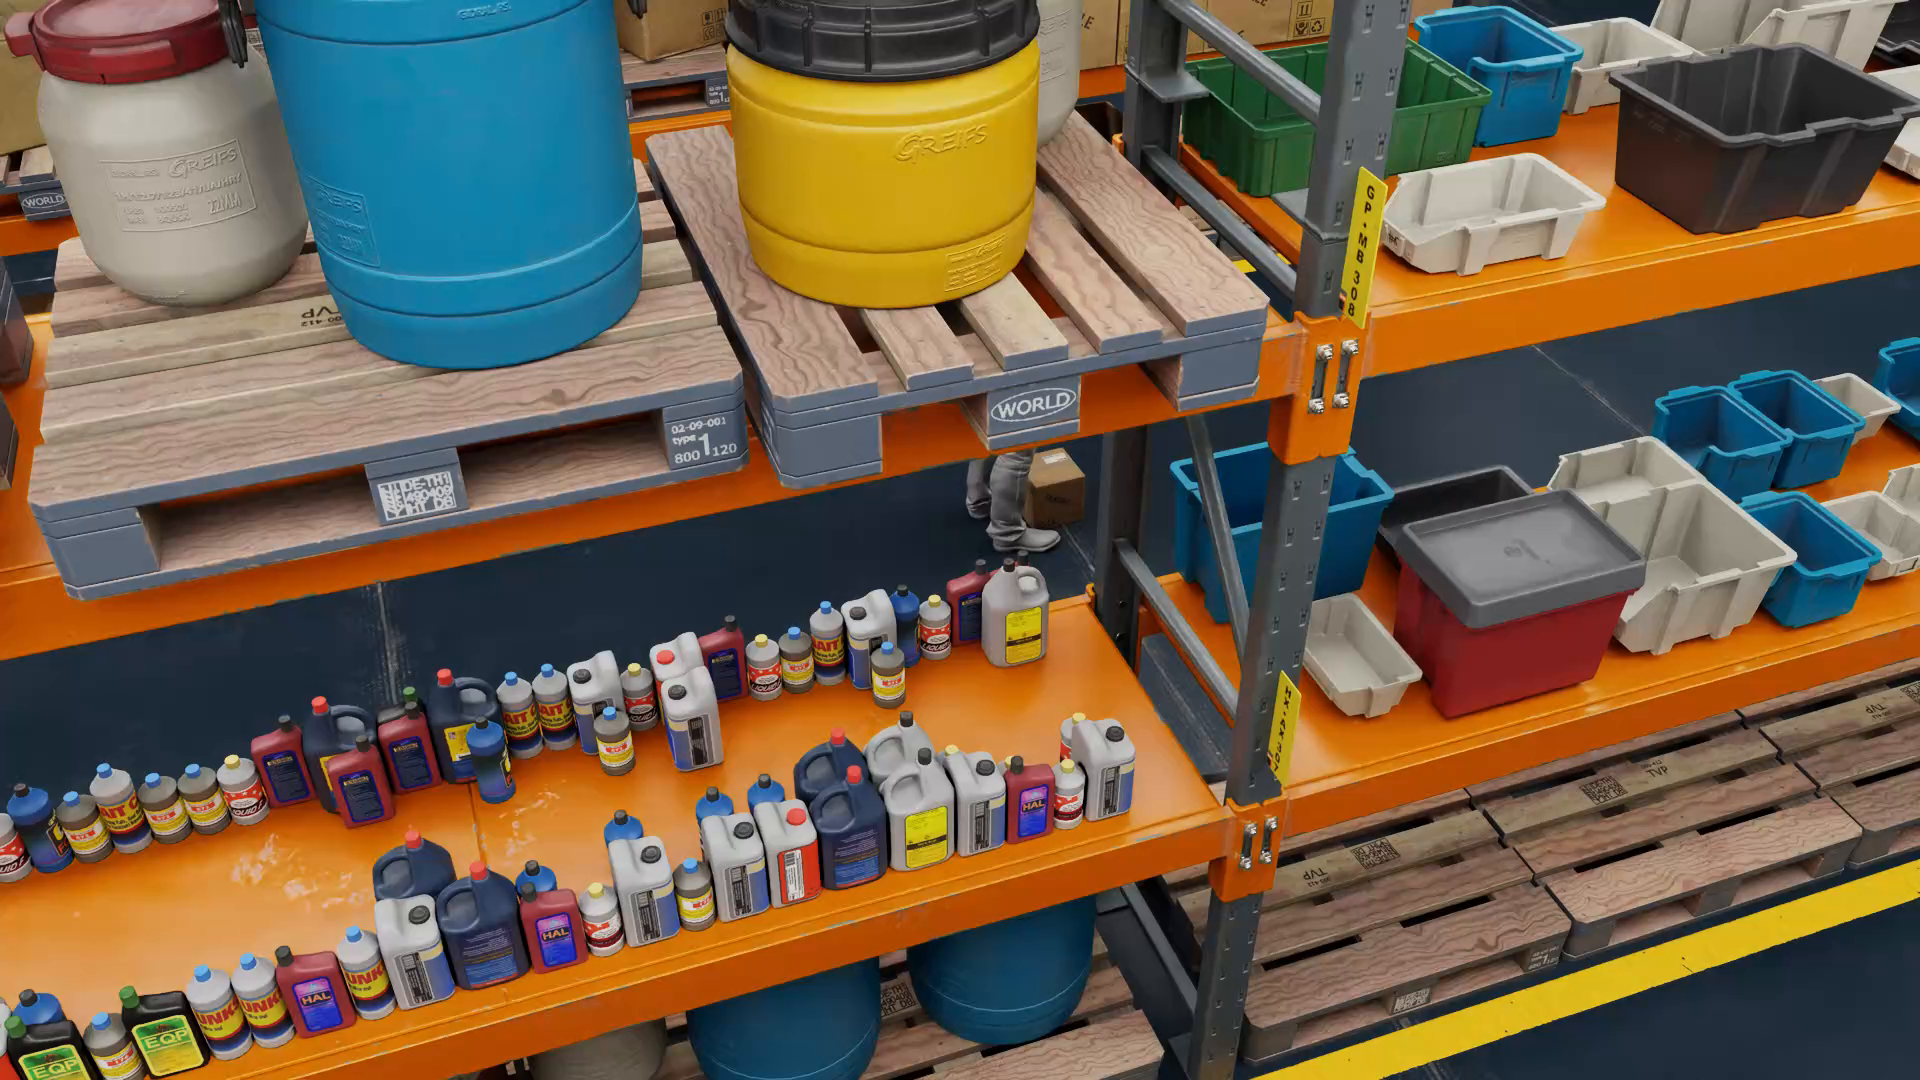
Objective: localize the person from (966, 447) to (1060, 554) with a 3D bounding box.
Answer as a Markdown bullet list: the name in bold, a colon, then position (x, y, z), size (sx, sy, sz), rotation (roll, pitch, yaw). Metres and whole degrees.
- **person**: position (0.197, -0.784, 7.161), size (0.458, 1.756, 0.634), rotation (-15, 40, -18)
